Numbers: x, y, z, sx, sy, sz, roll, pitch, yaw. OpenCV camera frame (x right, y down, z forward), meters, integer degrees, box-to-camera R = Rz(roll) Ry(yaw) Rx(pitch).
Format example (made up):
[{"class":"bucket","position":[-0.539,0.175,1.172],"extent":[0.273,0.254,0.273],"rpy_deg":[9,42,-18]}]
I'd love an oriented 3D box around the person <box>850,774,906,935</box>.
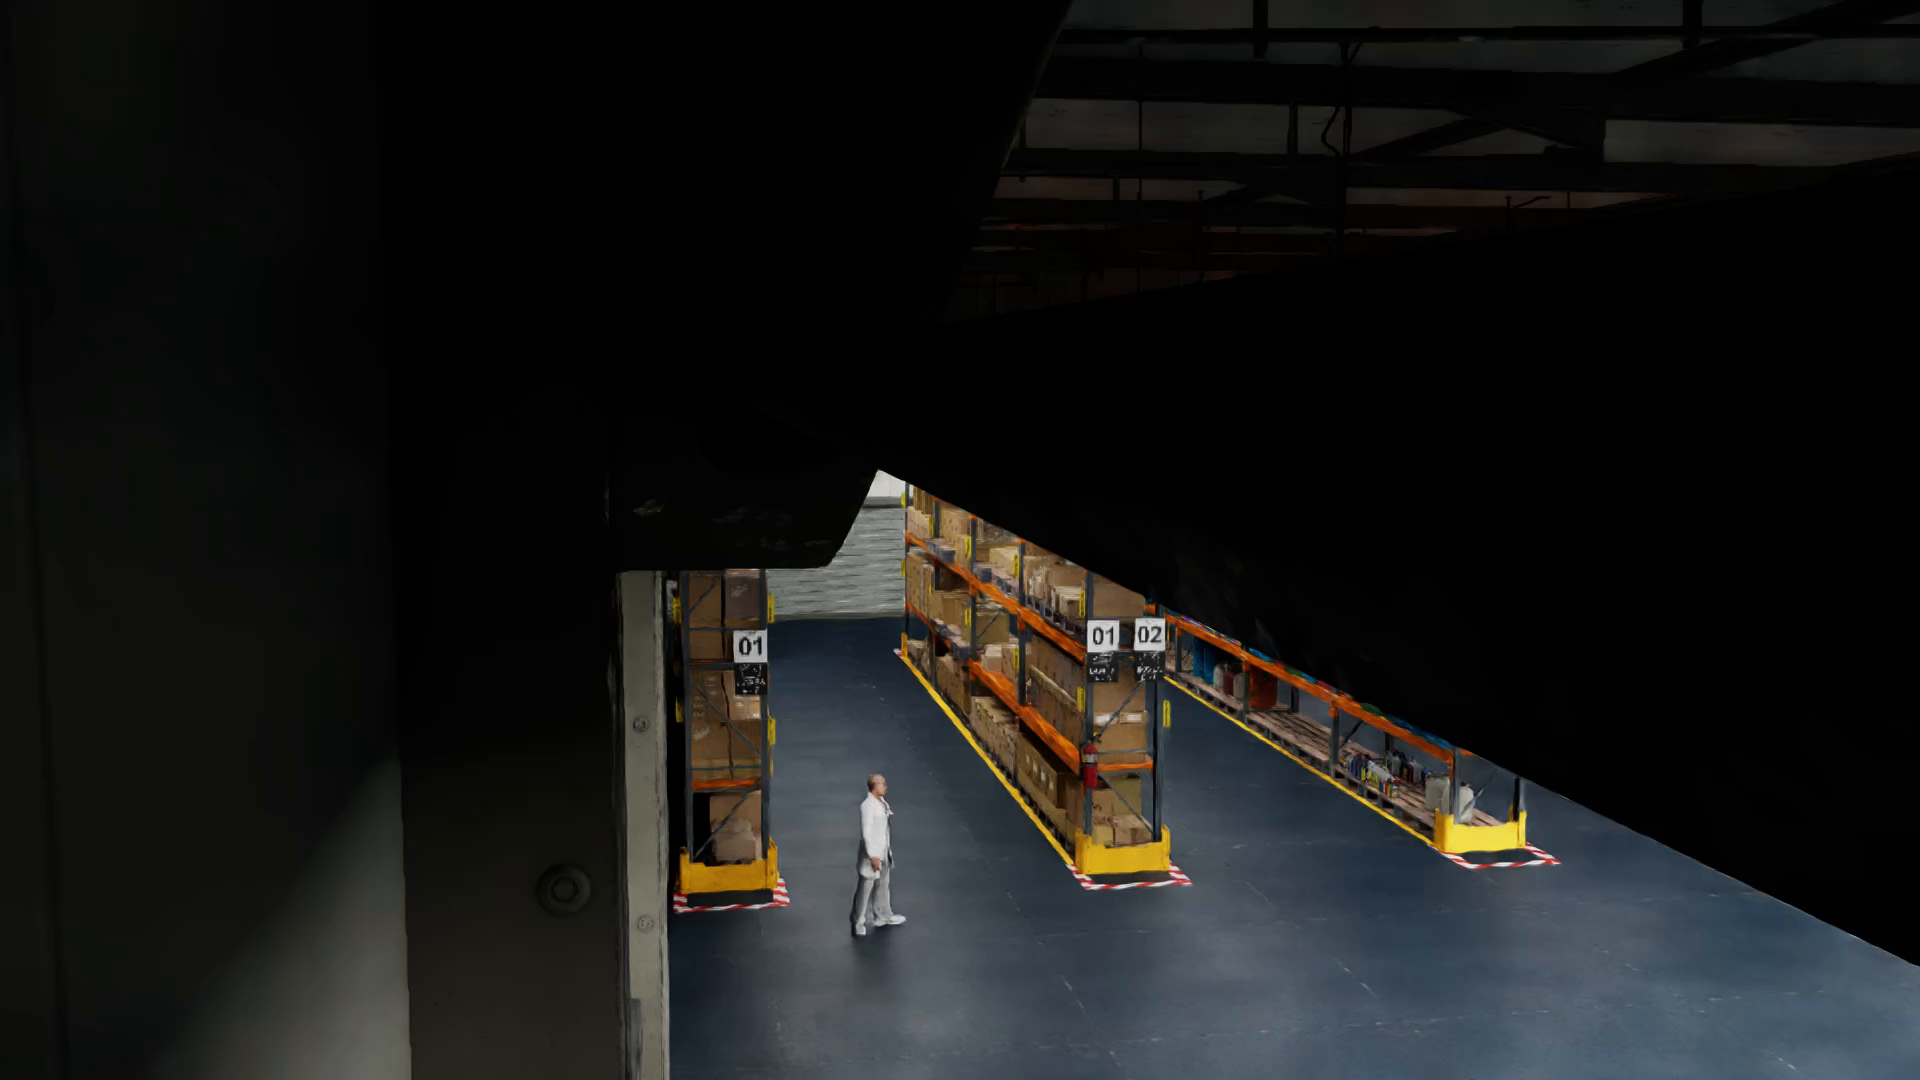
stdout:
[{"class":"person","position":[-0.961,3.503,18.683],"extent":[0.526,1.779,0.677],"rpy_deg":[2,6,17]}]
